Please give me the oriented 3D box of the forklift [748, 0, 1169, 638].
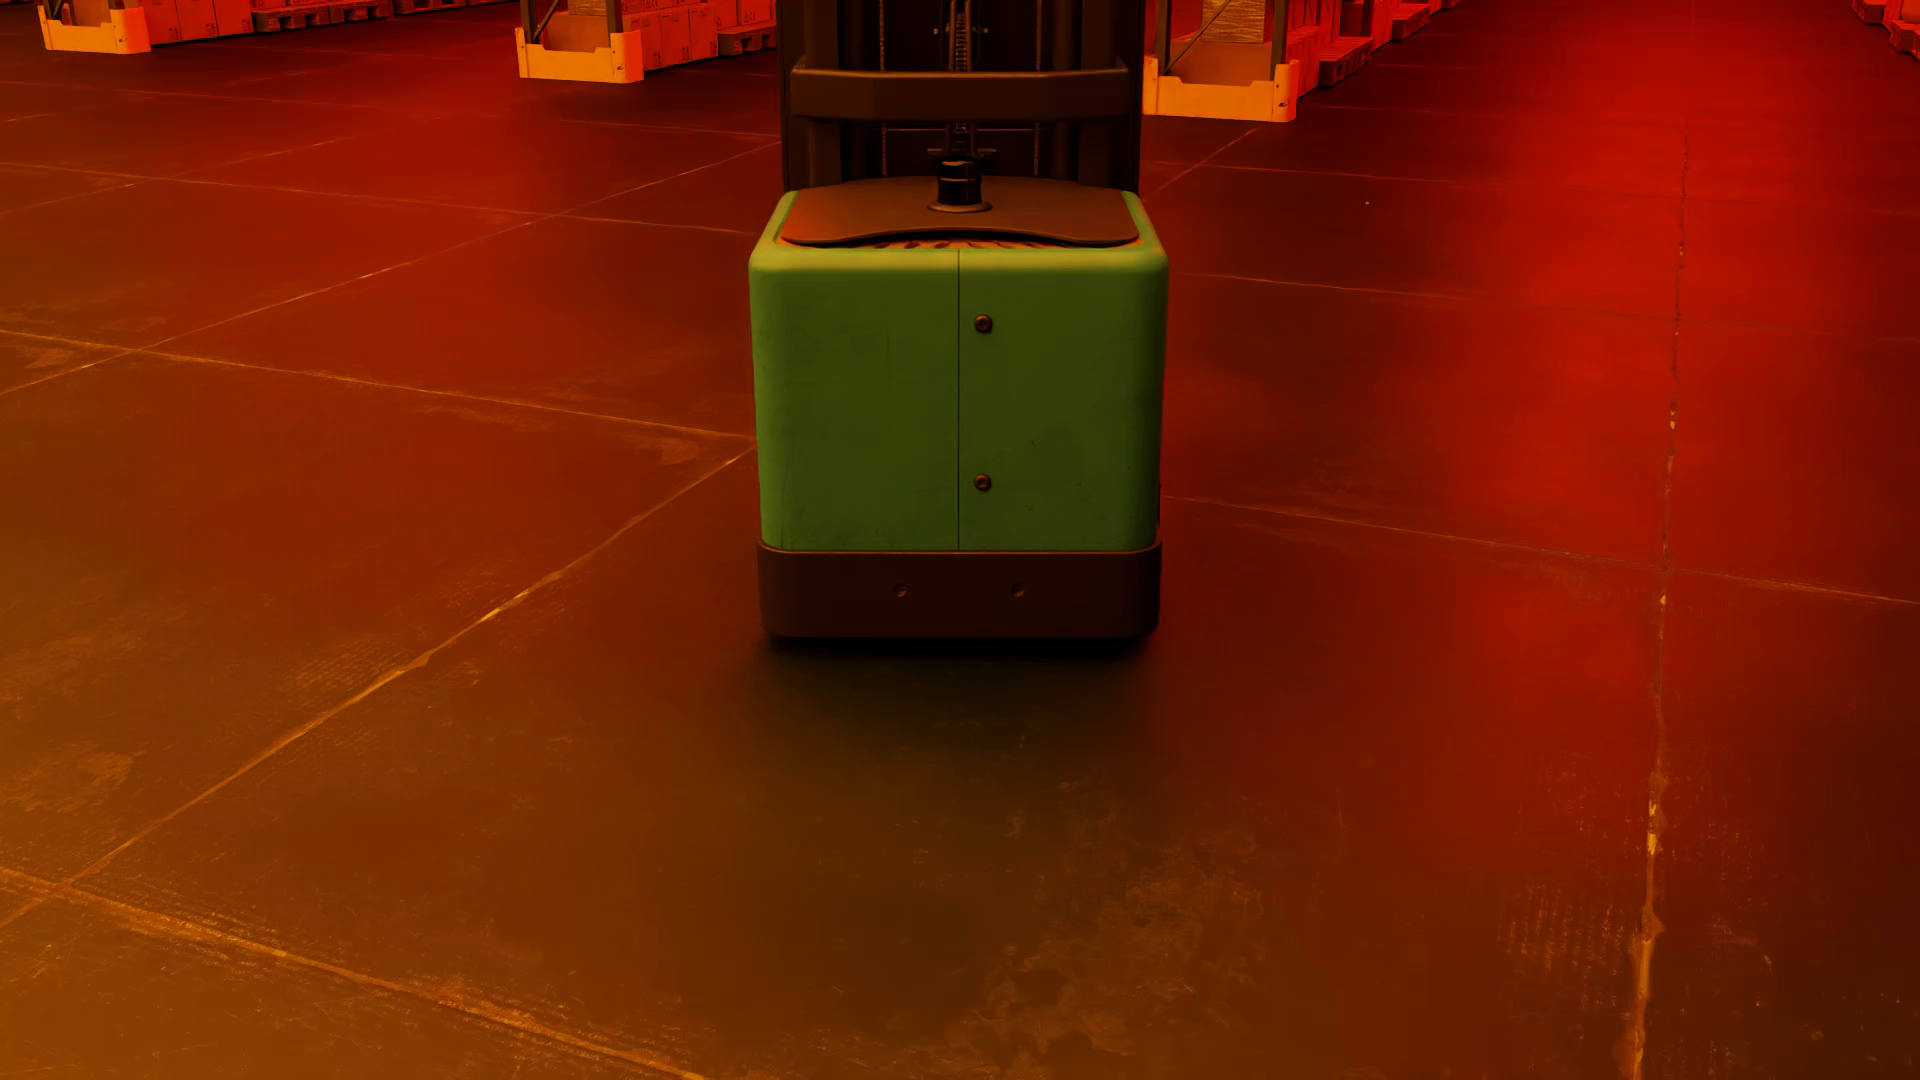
[{"bbox_3d":[0.003,-1.616,5.158,1.130,2.935,3.031,0,23,0],"label":"forklift"}]
